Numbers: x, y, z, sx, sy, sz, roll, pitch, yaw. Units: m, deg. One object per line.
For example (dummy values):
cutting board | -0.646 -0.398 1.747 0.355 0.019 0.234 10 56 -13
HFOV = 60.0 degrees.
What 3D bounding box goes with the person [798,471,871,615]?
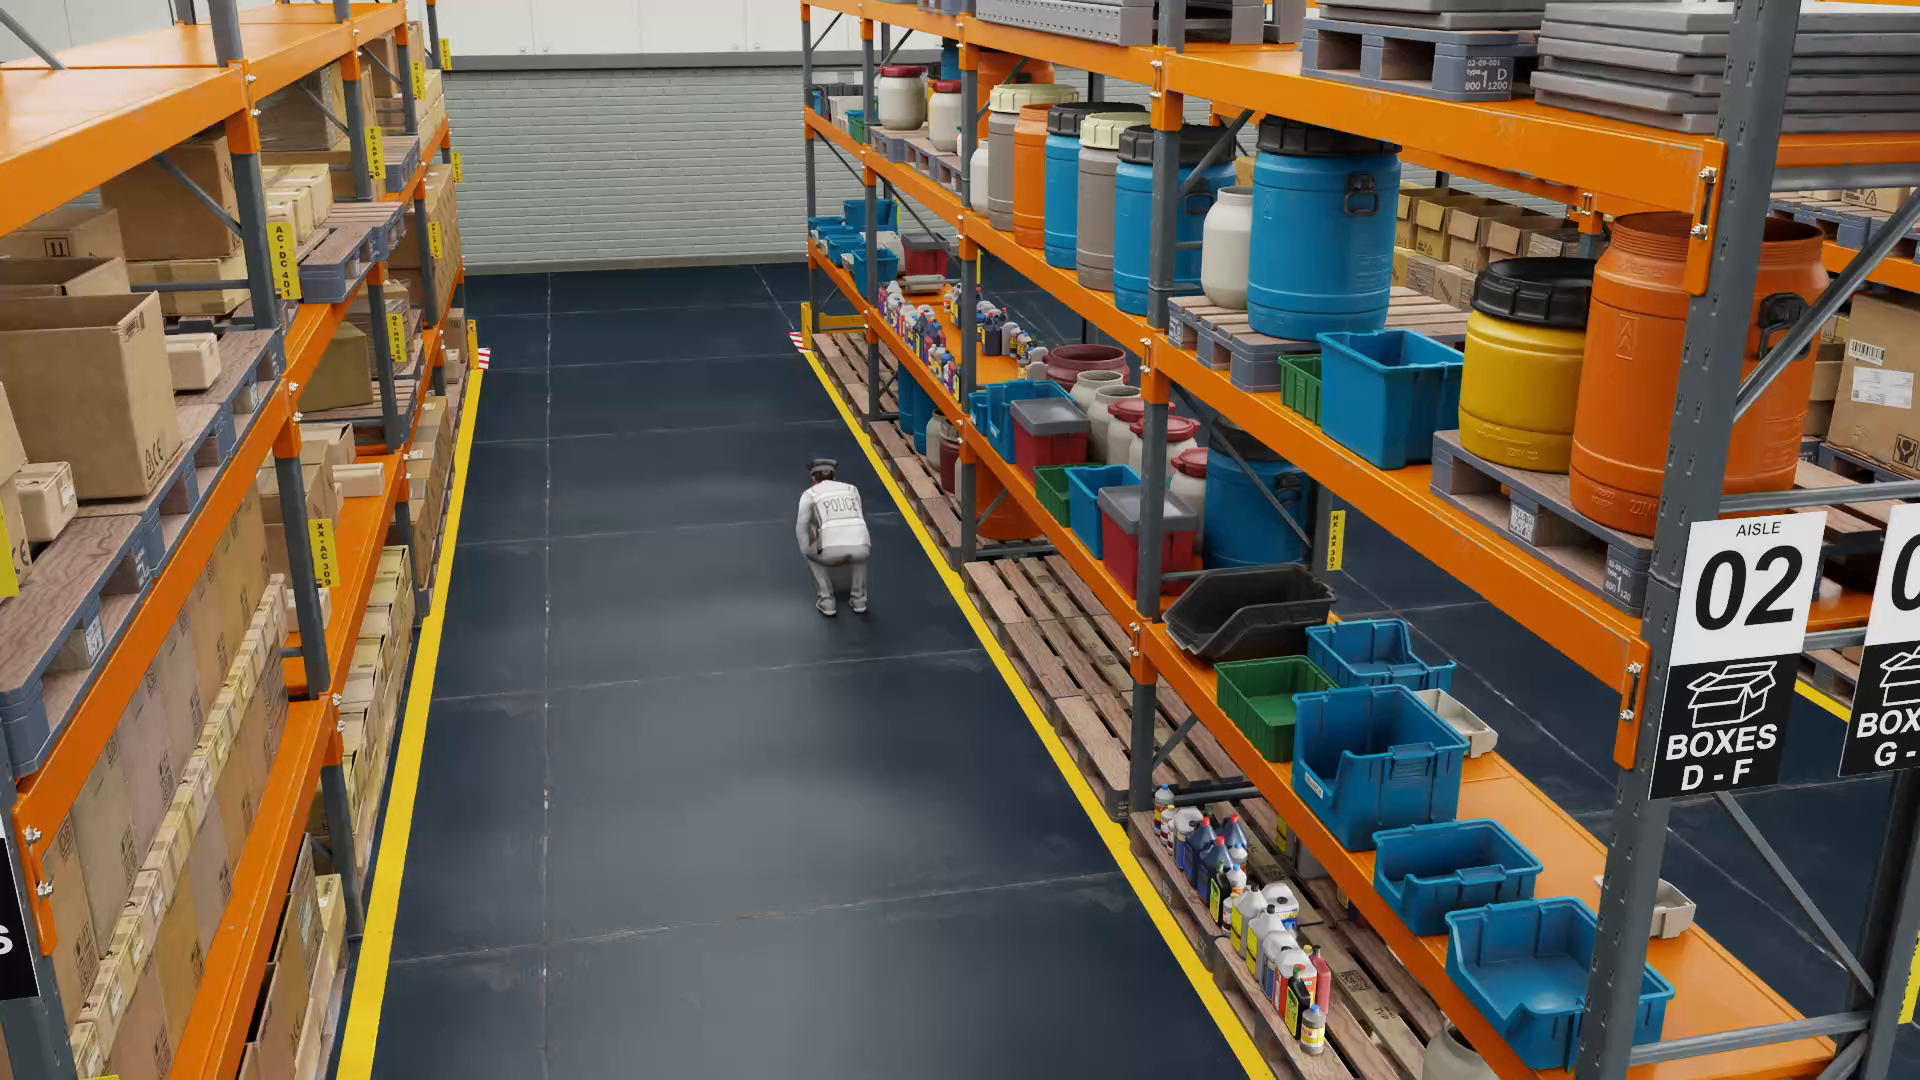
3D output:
person | -0.907 0.013 12.094 0.497 0.965 0.821 -5 20 -12
